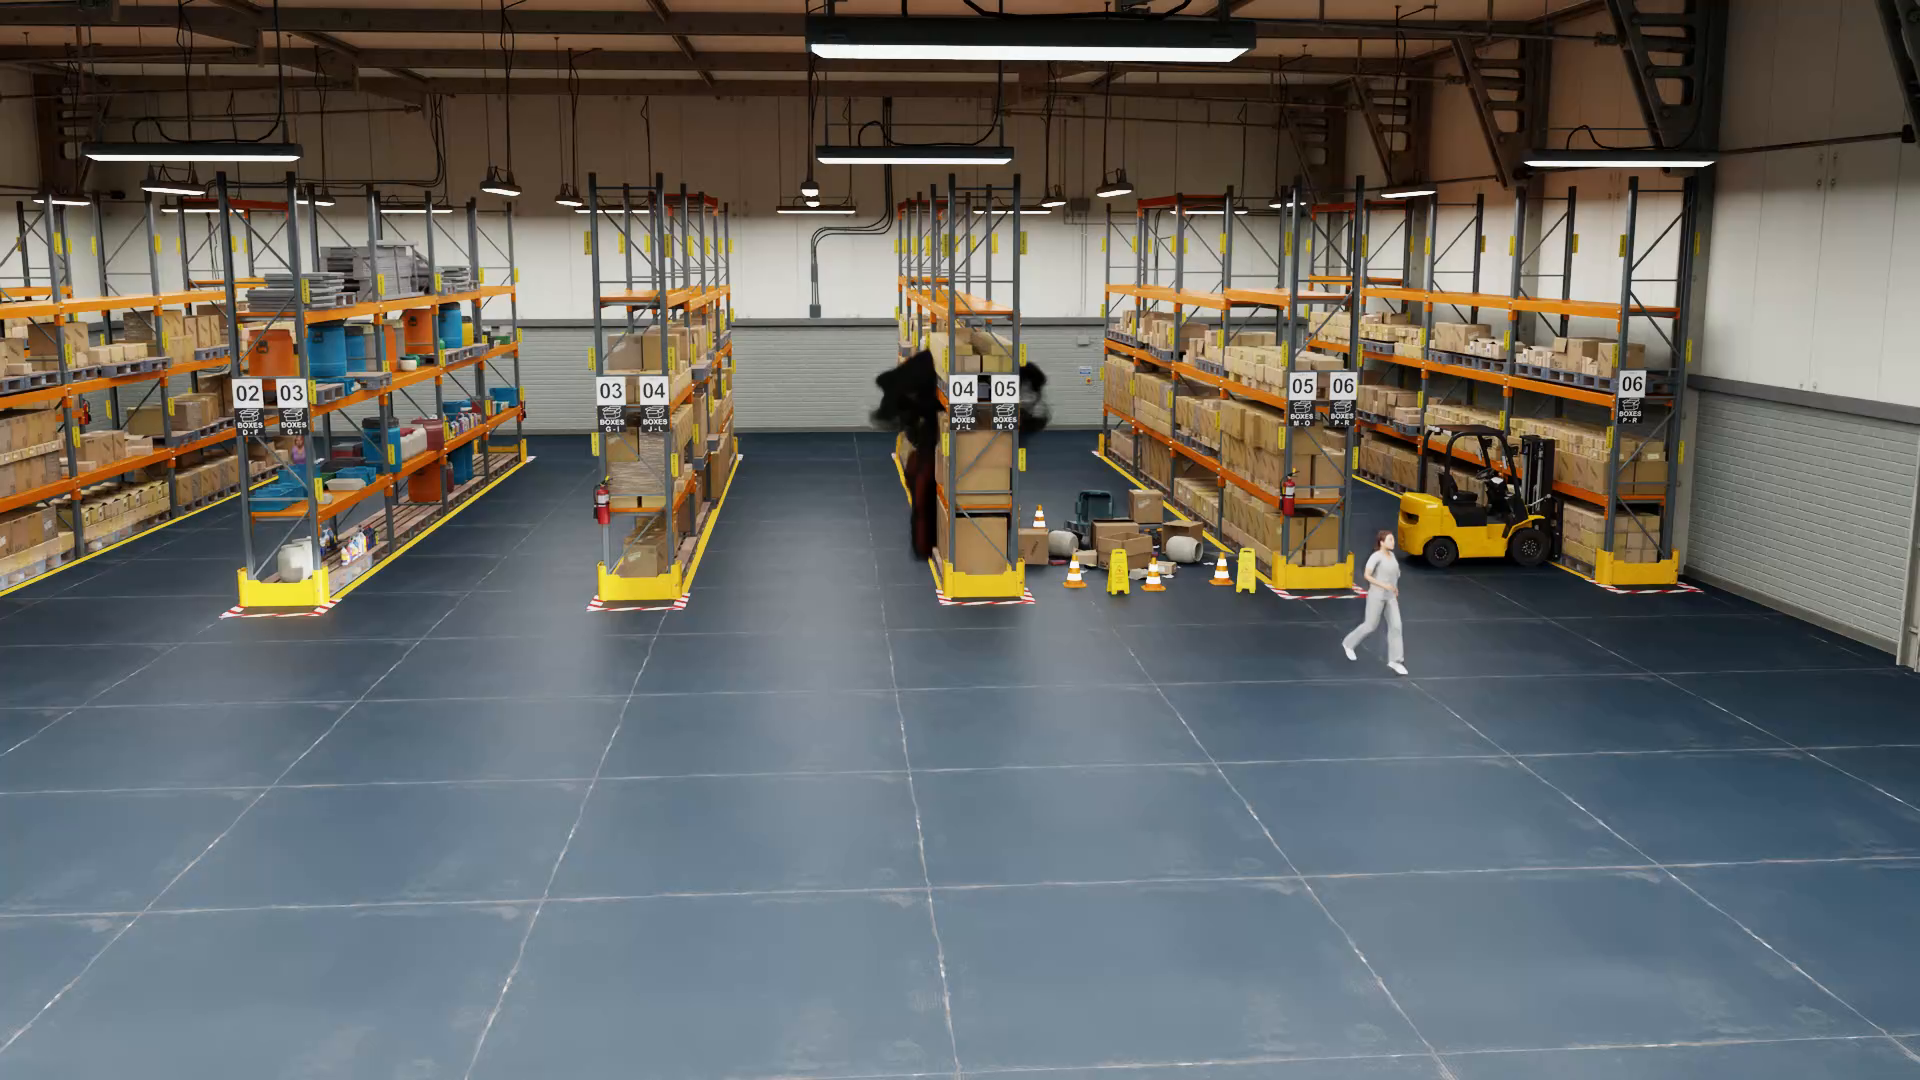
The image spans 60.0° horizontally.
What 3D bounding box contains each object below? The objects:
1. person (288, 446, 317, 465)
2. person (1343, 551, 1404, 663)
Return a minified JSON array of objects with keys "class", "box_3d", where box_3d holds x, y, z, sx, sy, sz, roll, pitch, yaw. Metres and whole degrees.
[{"class":"person","box_3d":[-12.287,-1.472,31.024,0.525,0.572,0.336,-2,10,-11]},{"class":"person","box_3d":[5.031,0.773,19.911,0.557,1.321,0.828,-7,12,-34]}]
